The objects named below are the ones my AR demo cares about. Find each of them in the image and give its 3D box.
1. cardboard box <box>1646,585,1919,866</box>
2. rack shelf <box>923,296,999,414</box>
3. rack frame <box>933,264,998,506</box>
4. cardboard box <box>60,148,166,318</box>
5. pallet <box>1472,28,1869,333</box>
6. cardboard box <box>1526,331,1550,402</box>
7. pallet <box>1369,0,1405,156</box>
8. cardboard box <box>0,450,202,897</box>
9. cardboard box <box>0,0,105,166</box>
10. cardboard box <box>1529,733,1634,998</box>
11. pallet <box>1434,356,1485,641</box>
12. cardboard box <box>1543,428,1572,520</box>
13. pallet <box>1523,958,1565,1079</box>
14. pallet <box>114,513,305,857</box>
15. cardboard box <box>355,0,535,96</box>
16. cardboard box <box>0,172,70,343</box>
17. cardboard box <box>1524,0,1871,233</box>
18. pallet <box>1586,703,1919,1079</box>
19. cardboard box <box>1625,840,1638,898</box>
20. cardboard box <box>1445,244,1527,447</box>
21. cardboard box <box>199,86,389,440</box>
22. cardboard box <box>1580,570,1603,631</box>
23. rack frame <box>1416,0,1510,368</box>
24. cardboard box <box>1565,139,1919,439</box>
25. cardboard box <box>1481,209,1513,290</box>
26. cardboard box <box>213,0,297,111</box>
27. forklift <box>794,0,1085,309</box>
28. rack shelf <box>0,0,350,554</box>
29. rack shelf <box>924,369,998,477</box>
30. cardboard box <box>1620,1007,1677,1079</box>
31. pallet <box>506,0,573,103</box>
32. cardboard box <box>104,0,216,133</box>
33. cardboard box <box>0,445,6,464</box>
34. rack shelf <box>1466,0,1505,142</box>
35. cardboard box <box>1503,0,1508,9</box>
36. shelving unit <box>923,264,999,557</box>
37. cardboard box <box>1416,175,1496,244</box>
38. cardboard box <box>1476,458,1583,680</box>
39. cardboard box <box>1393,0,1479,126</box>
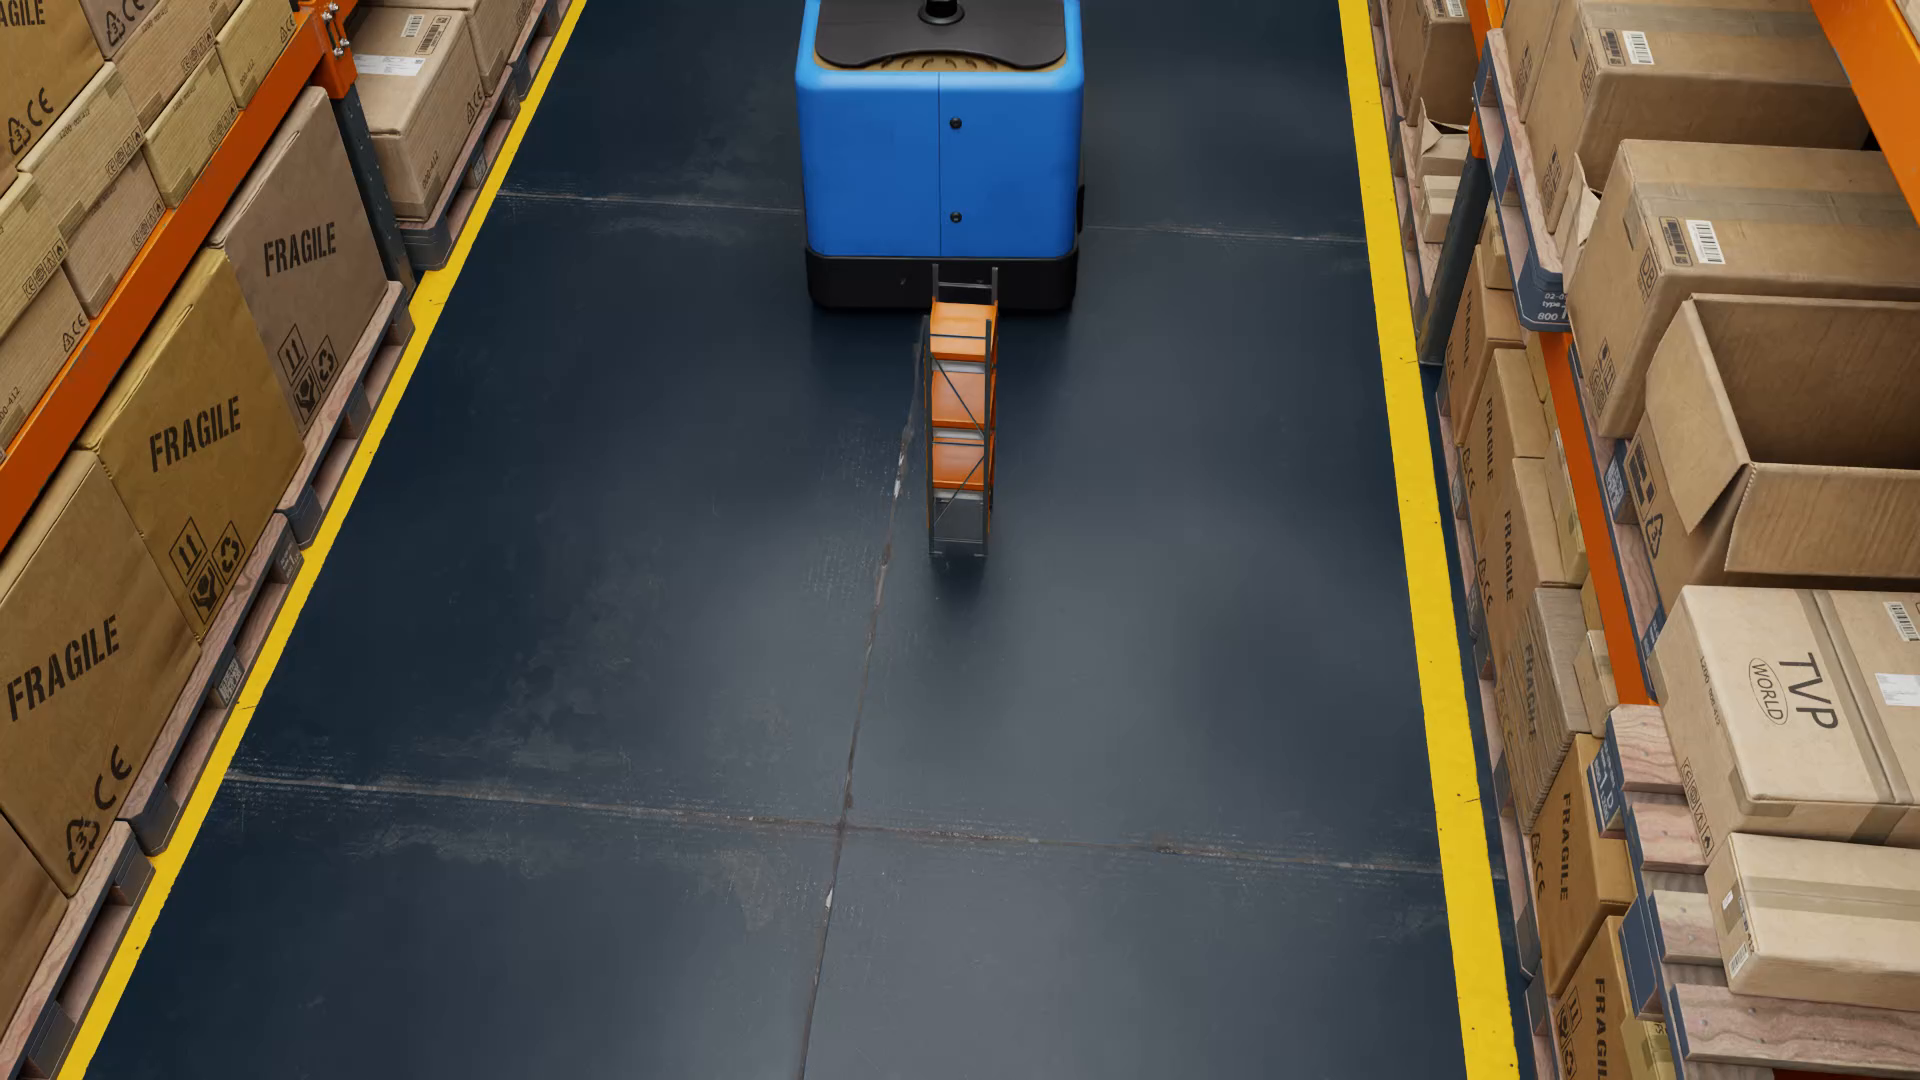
[{"bbox_3d":[1.668,0.361,3.204,0.500,0.250,0.500,2,48,2],"label":"cardboard box"},{"bbox_3d":[0.005,-0.578,5.197,0.215,0.259,0.240,4,48,4],"label":"rack shelf"},{"bbox_3d":[0.016,-0.483,5.481,0.200,1.050,0.008,4,48,4],"label":"rack frame"},{"bbox_3d":[-2.587,-0.880,4.624,0.500,0.250,0.500,3,48,2],"label":"cardboard box"},{"bbox_3d":[2.077,-1.045,4.803,1.003,0.211,1.213,4,48,4],"label":"pallet"},{"bbox_3d":[2.001,-0.563,5.202,0.380,0.149,0.250,2,48,2],"label":"cardboard box"},{"bbox_3d":[2.431,-2.152,7.576,1.003,0.211,1.213,4,48,4],"label":"pallet"},{"bbox_3d":[-2.818,0.336,4.565,0.875,0.875,0.875,4,48,4],"label":"cardboard box"},{"bbox_3d":[-2.581,-1.295,4.156,0.500,0.500,0.500,5,48,5],"label":"cardboard box"},{"bbox_3d":[1.820,0.874,4.327,0.500,0.500,0.500,6,48,5],"label":"cardboard box"},{"bbox_3d":[2.222,-0.149,5.743,1.003,0.211,1.213,4,48,4],"label":"pallet"},{"bbox_3d":[1.929,-0.180,4.851,0.380,0.149,0.250,4,48,3],"label":"cardboard box"},{"bbox_3d":[2.000,1.644,4.103,1.003,0.211,1.213,4,48,4],"label":"pallet"},{"bbox_3d":[-2.788,0.391,5.249,1.003,0.211,1.213,4,48,4],"label":"pallet"},{"bbox_3d":[-2.440,-2.410,7.373,0.875,0.438,0.875,3,48,2],"label":"cardboard box"},{"bbox_3d":[-2.592,-0.673,4.095,0.500,0.250,0.500,5,48,4],"label":"cardboard box"},{"bbox_3d":[1.945,-1.144,4.412,0.700,0.500,0.500,4,48,4],"label":"cardboard box"},{"bbox_3d":[1.886,0.811,3.105,1.213,0.211,1.003,4,48,4],"label":"pallet"},{"bbox_3d":[1.818,0.768,3.984,0.380,0.149,0.250,5,48,5],"label":"cardboard box"},{"bbox_3d":[1.991,-0.648,5.719,0.500,0.500,0.500,6,48,5],"label":"cardboard box"},{"bbox_3d":[-2.661,-0.985,5.773,0.875,0.875,0.875,5,48,5],"label":"cardboard box"},{"bbox_3d":[1.909,0.203,4.502,0.380,0.149,0.250,4,48,4],"label":"cardboard box"},{"bbox_3d":[2.259,-1.690,5.263,1.000,3.000,0.127,4,48,4],"label":"rack frame"},{"bbox_3d":[1.873,-0.568,3.884,0.700,0.500,0.500,4,48,3],"label":"cardboard box"},{"bbox_3d":[1.961,-0.961,5.566,0.380,0.149,0.250,6,48,5],"label":"cardboard box"},{"bbox_3d":[-2.474,-1.624,5.304,0.500,0.250,0.500,3,48,3],"label":"cardboard box"},{"bbox_3d":[-0.051,-2.961,6.472,1.130,2.935,3.031,1,48,1],"label":"forklift"},{"bbox_3d":[-2.867,-0.309,4.487,1.077,0.370,4.000,4,48,4],"label":"rack shelf"},{"bbox_3d":[0.005,-0.387,5.406,0.215,0.259,0.240,4,48,4],"label":"rack shelf"},{"bbox_3d":[1.681,1.150,3.635,0.380,0.149,0.250,2,48,2],"label":"cardboard box"},{"bbox_3d":[-2.429,-2.532,7.923,1.003,0.211,1.213,4,48,4],"label":"pallet"},{"bbox_3d":[-2.521,-1.431,4.789,0.500,0.250,0.500,5,48,4],"label":"cardboard box"},{"bbox_3d":[-2.671,-0.137,3.945,0.500,0.250,0.500,5,48,5],"label":"cardboard box"},{"bbox_3d":[2.441,-2.917,6.873,1.077,0.370,4.000,4,48,4],"label":"rack shelf"},{"bbox_3d":[2.036,-1.857,5.585,0.380,0.149,0.250,4,48,4],"label":"cardboard box"},{"bbox_3d":[0.005,-0.394,5.399,0.215,1.050,0.252,4,48,4],"label":"shelving unit"},{"bbox_3d":[2.017,-1.299,6.552,0.380,0.149,0.250,3,48,2],"label":"cardboard box"},{"bbox_3d":[1.902,0.111,5.025,0.500,0.500,0.500,3,48,2],"label":"cardboard box"},{"bbox_3d":[2.262,-2.096,7.044,0.700,0.500,0.500,2,48,2],"label":"cardboard box"}]
